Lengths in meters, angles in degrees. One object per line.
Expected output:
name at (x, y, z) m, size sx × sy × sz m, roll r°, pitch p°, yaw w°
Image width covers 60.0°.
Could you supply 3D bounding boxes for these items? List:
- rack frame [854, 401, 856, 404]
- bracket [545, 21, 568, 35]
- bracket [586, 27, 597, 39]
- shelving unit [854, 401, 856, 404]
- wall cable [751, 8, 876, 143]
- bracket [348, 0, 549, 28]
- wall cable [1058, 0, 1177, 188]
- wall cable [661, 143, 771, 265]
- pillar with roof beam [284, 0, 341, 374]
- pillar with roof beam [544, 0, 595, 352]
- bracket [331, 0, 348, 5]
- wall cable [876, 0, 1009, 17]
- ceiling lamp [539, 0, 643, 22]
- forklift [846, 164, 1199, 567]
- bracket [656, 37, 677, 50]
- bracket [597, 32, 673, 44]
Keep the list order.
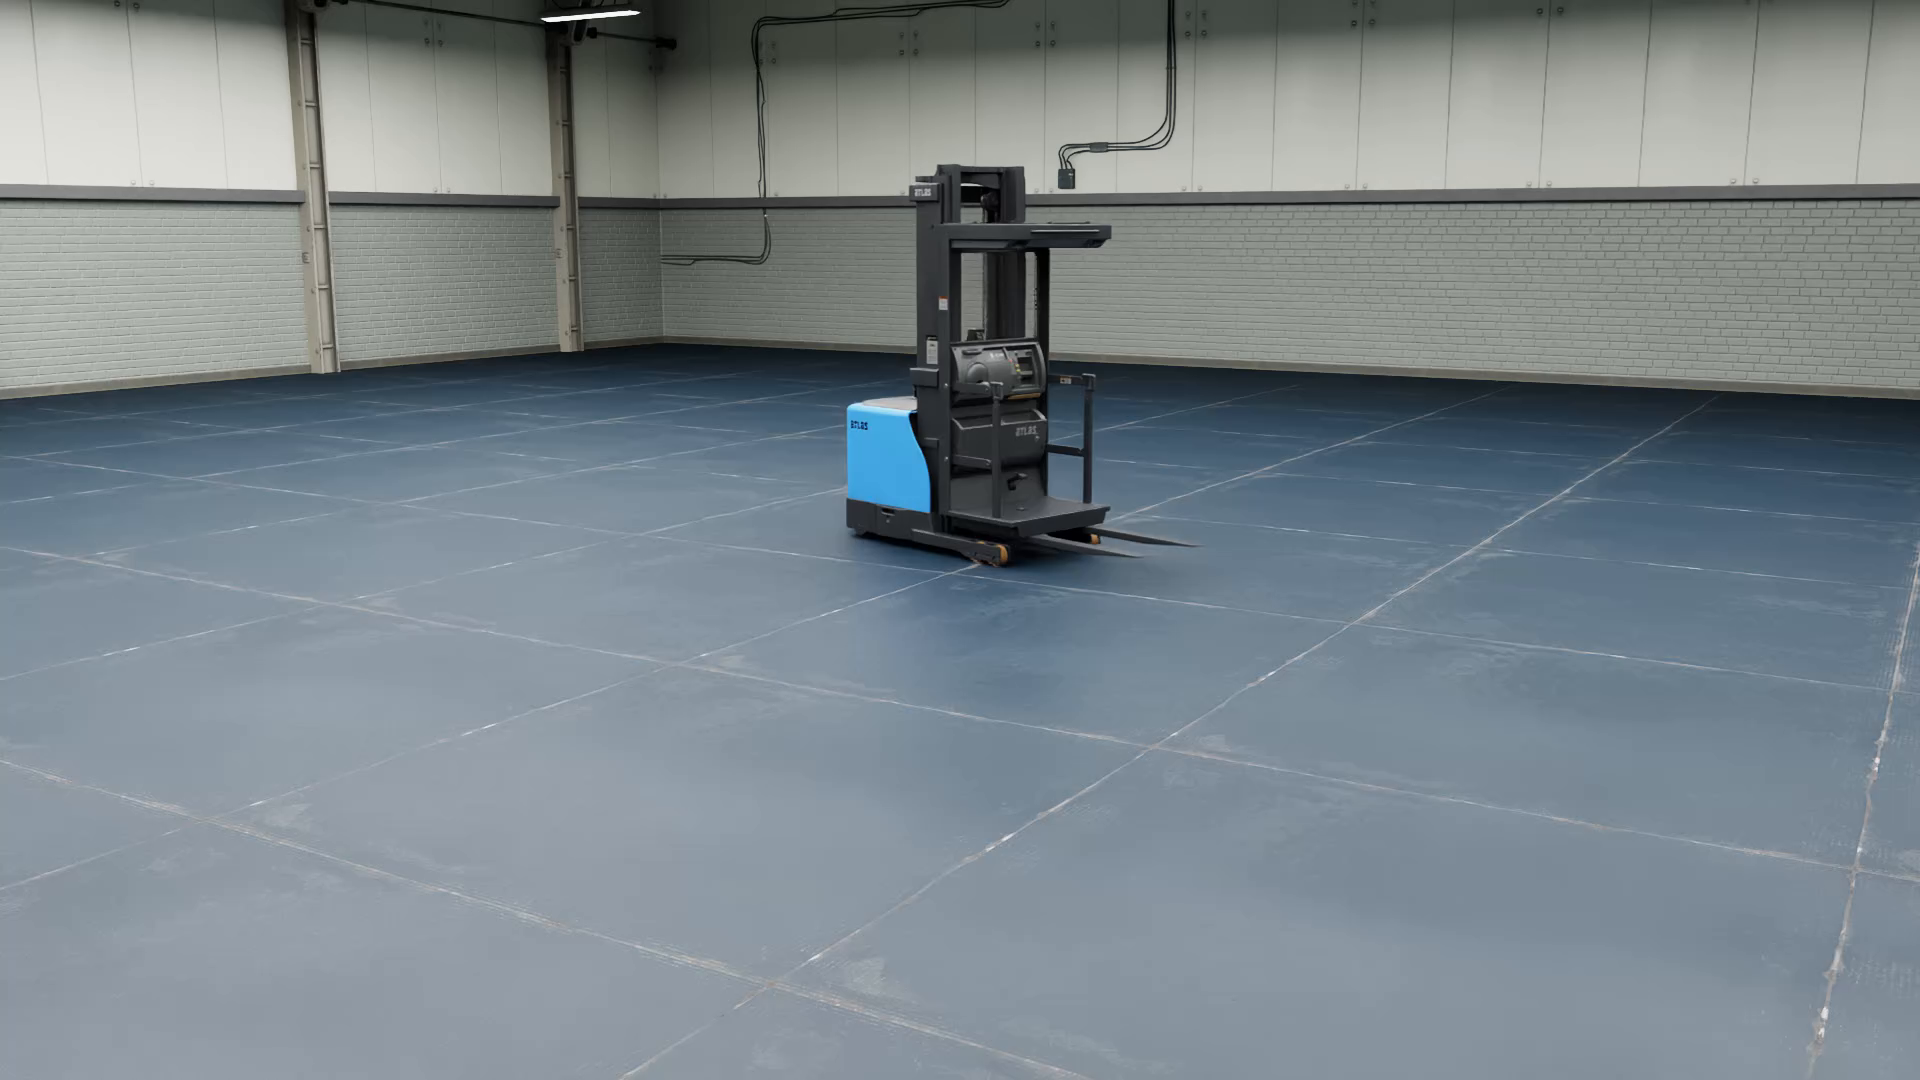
rack frame at (-0.800, -0.627, 13.843) m, size 0.200 × 1.050 × 0.008 m, roll 8°, pitch 13°, yaw 44°
bracket at (-7.854, -9.959, 32.330) m, size 0.235 × 0.232 × 0.430 m, roll 6°, pitch 12°, yaw 31°
bracket at (-7.424, -10.090, 33.028) m, size 0.235 × 0.232 × 0.430 m, roll 6°, pitch 12°, yaw 31°
shelving unit at (-0.714, -0.643, 13.928) m, size 0.215 × 1.050 × 0.252 m, roll 8°, pitch 13°, yaw 44°
wall cable at (-2.971, -9.324, 33.432) m, size 3.097 × 2.526 × 0.112 m, roll 6°, pitch 12°, yaw 31°
bracket at (-9.192, -9.554, 30.166) m, size 0.076 × 0.066 × 4.783 m, roll 6°, pitch 12°, yaw 31°
wall cable at (2.823, -9.388, 29.820) m, size 2.305 × 6.003 × 0.169 m, roll 6°, pitch 12°, yaw 31°
wall cable at (-5.283, -7.100, 35.277) m, size 3.097 × 2.526 × 0.112 m, roll 6°, pitch 12°, yaw 31°
pillar with roof beam at (-7.378, -6.934, 25.954) m, size 9.100 × 9.000 × 0.548 m, roll 6°, pitch 12°, yaw 31°
pillar with roof beam at (-4.263, -7.878, 30.994) m, size 9.100 × 9.000 × 0.548 m, roll 6°, pitch 12°, yaw 31°
bracket at (-10.539, -9.146, 27.987) m, size 0.235 × 0.232 × 0.430 m, roll 6°, pitch 12°, yaw 31°
wall cable at (-0.326, -11.264, 31.434) m, size 3.097 × 2.526 × 0.112 m, roll 6°, pitch 12°, yaw 31°
ceiling lamp at (-5.889, -10.097, 26.984) m, size 2.000 × 3.185 × 0.800 m, roll 6°, pitch 12°, yaw 31°
forklift at (0.447, -1.347, 12.599) m, size 1.130 × 2.935 × 3.031 m, roll -10°, pitch 14°, yaw -42°
bracket at (-6.193, -10.463, 35.018) m, size 0.235 × 0.232 × 0.430 m, roll 6°, pitch 12°, yaw 31°
bracket at (-6.500, -10.370, 34.522) m, size 0.076 × 0.066 × 3.189 m, roll 6°, pitch 12°, yaw 31°
